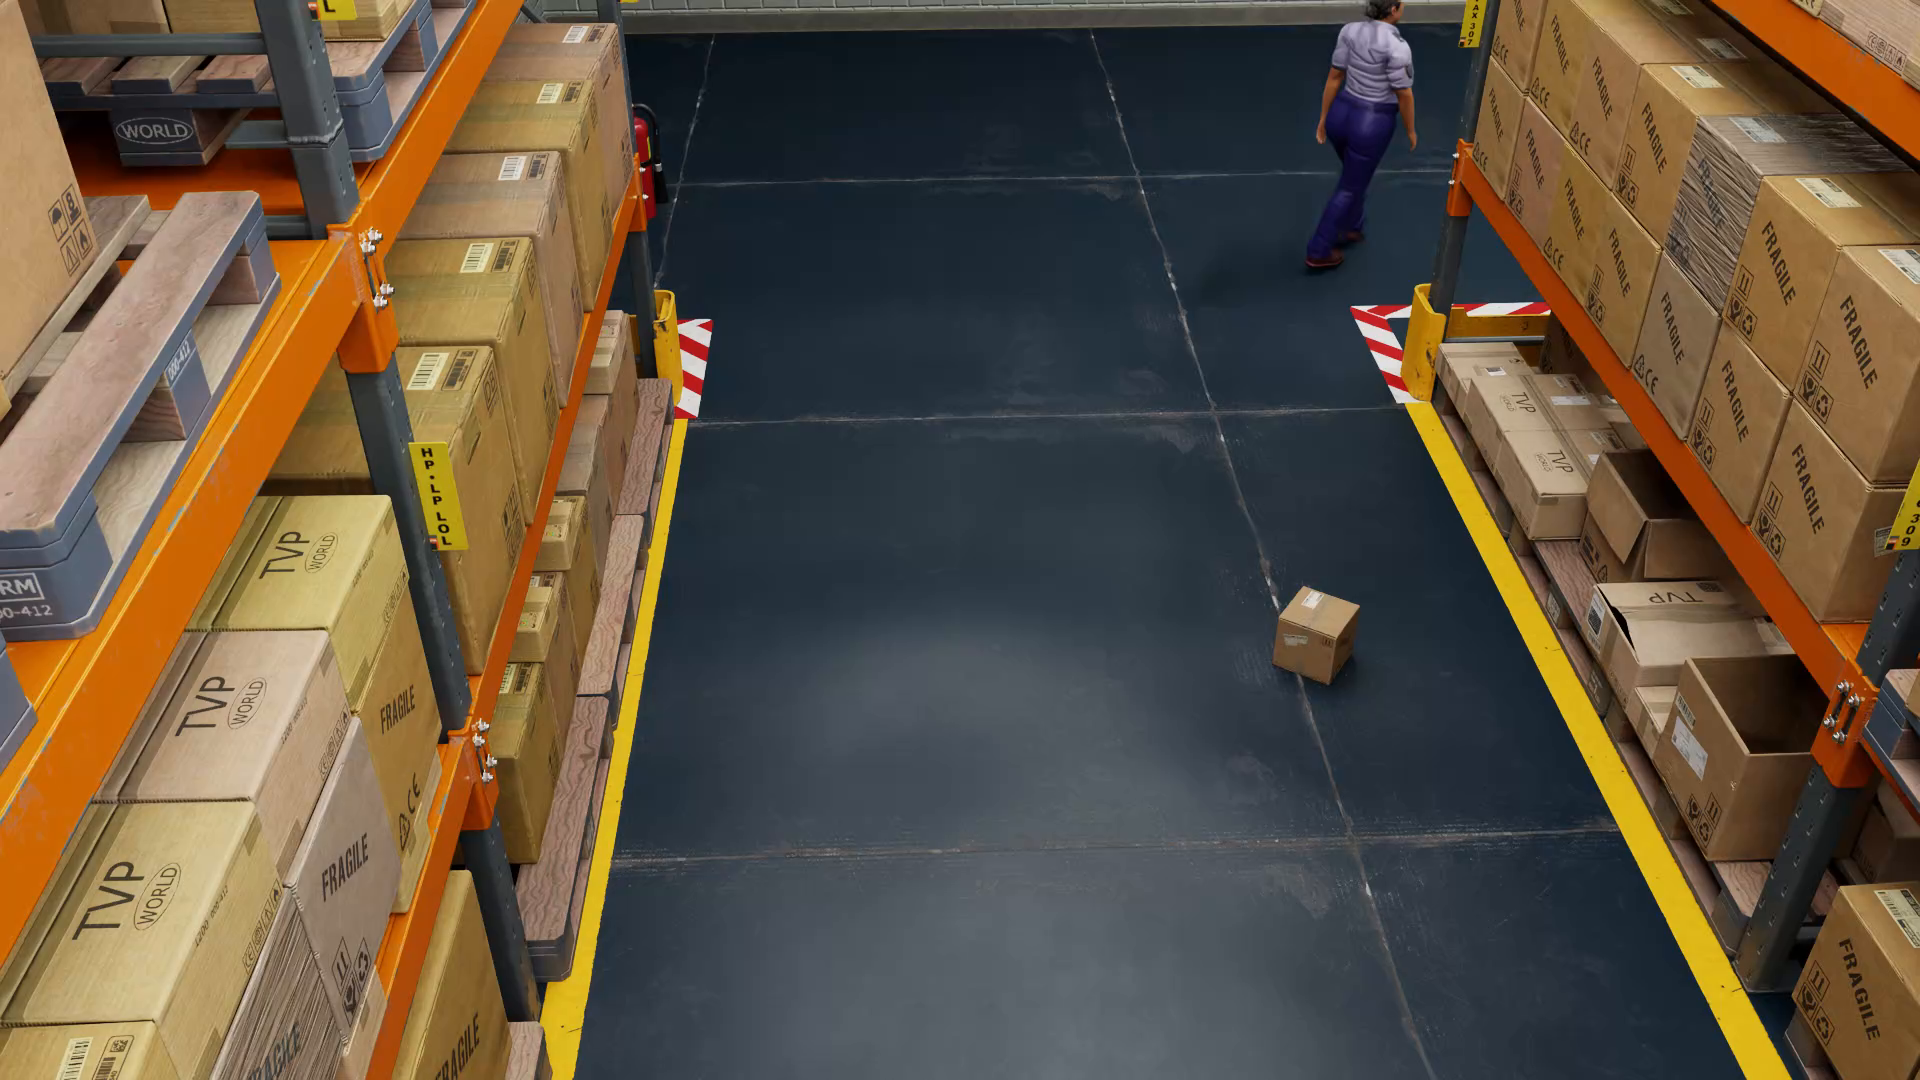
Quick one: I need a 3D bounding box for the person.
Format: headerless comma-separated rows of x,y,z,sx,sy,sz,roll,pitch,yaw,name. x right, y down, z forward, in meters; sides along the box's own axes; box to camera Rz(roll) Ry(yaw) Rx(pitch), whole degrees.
2.317,-2.326,9.440,0.703,1.687,0.526,-23,41,-28,person
